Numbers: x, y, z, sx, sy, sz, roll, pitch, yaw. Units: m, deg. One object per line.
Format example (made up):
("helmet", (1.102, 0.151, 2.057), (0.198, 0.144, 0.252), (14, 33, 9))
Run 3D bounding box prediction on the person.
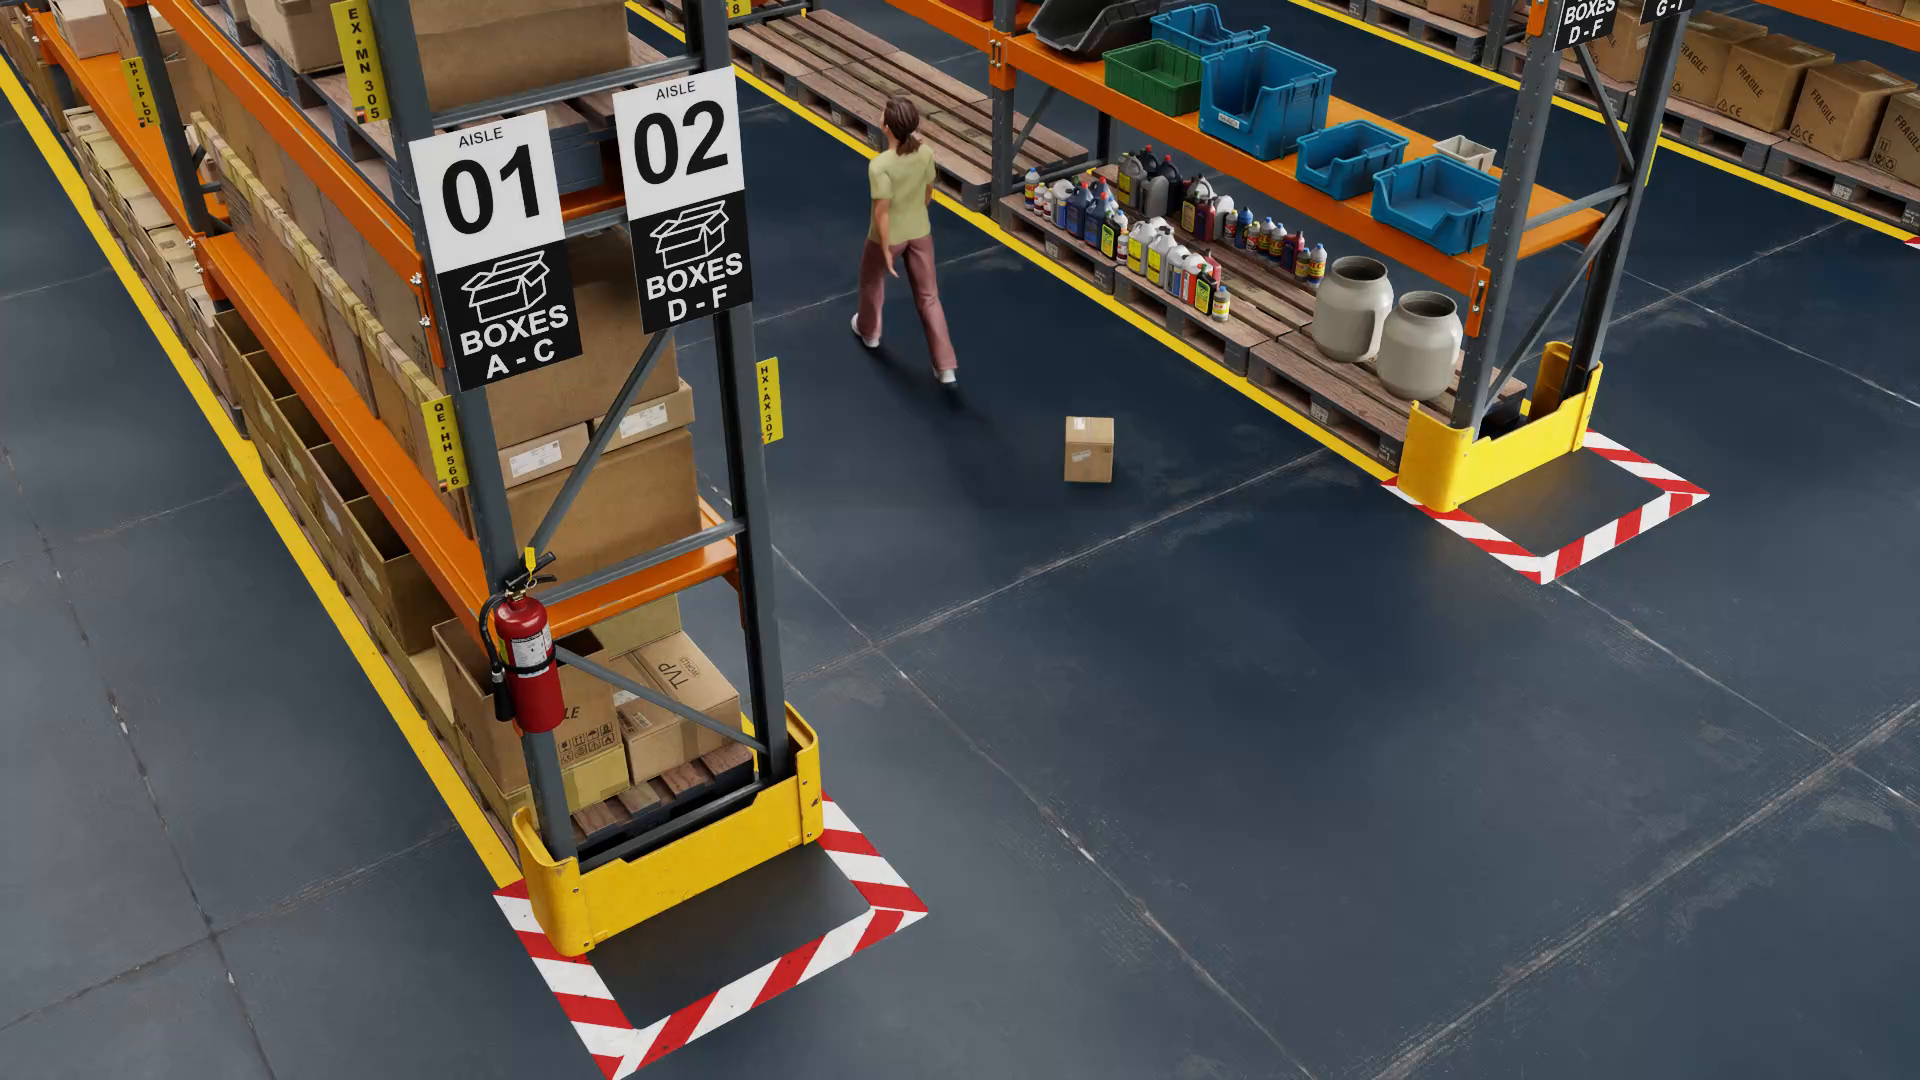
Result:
("person", (-0.329, -1.705, 9.303), (0.432, 1.619, 1.034), (-15, 39, -19))
